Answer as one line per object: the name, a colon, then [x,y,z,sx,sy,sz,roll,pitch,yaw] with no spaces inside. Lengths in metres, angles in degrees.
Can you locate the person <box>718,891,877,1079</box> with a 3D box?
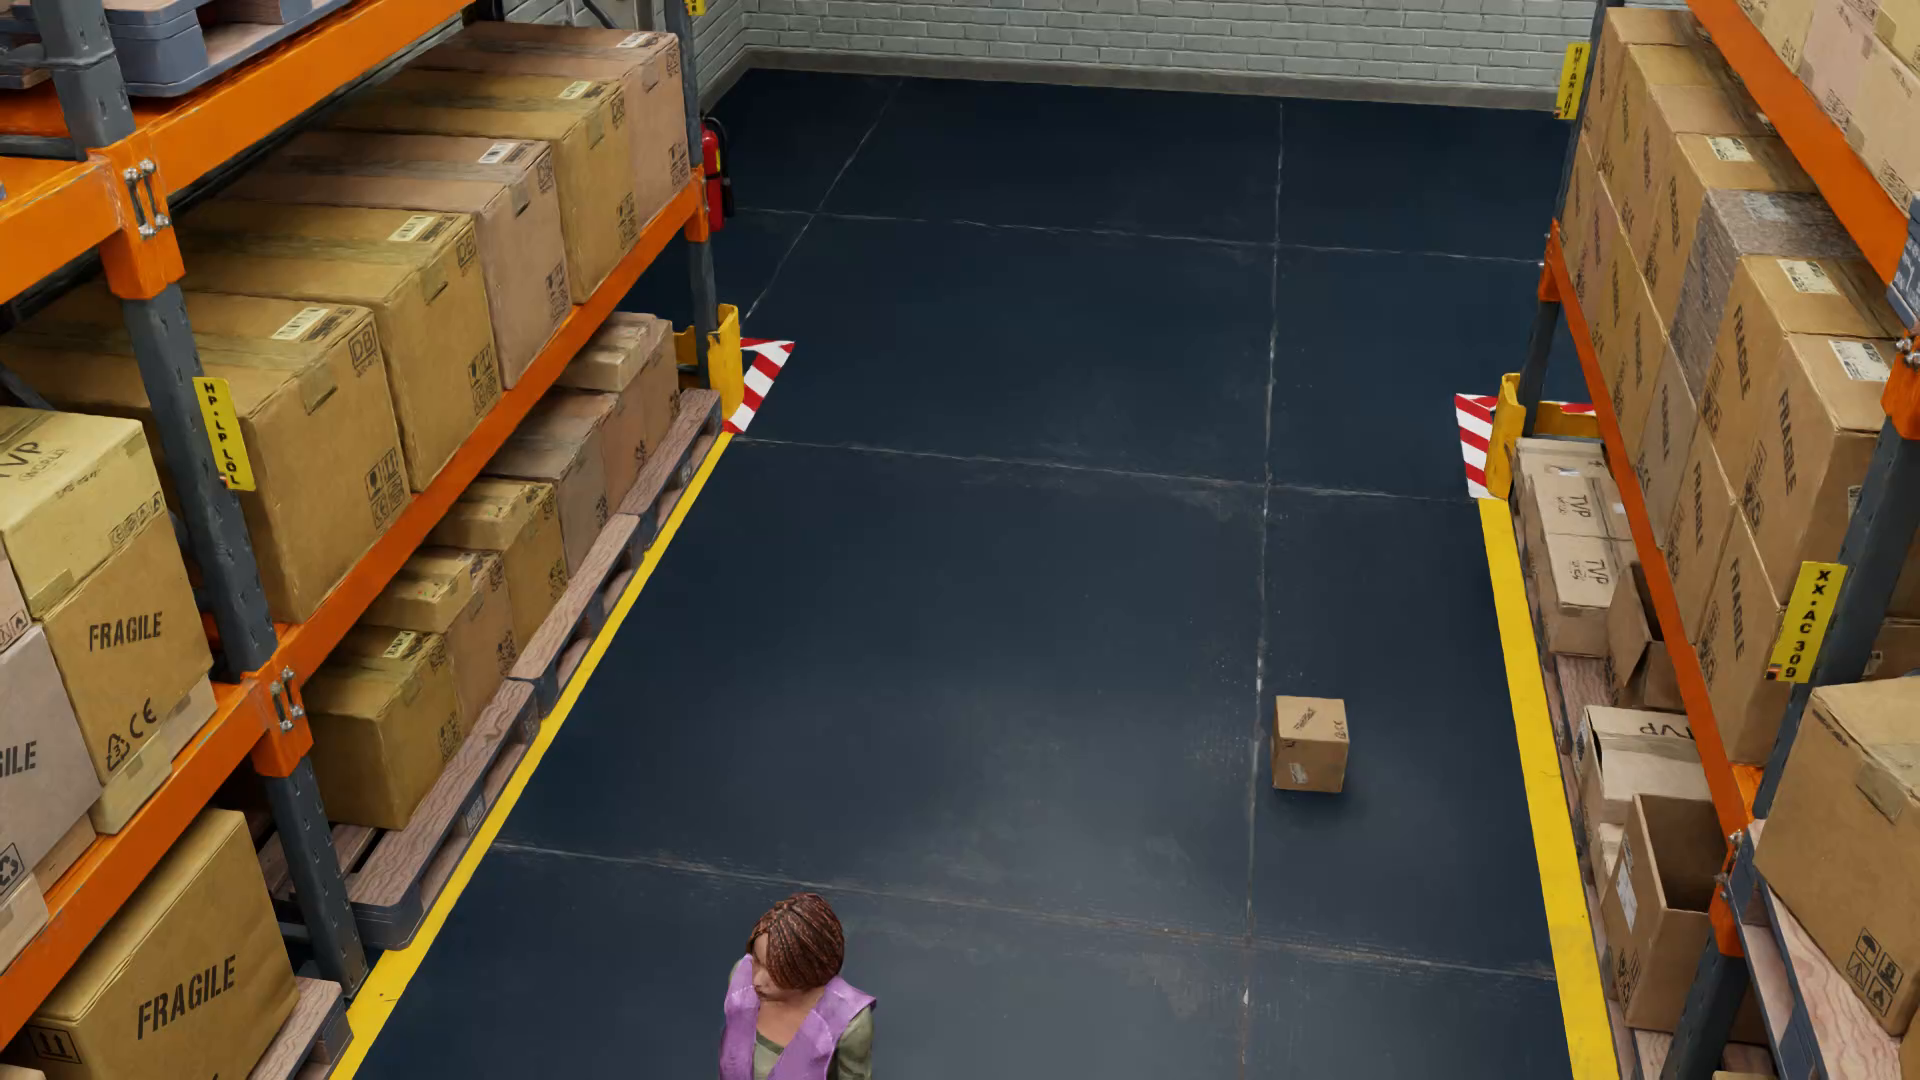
person: [-0.365,1.420,3.906,0.414,1.588,0.473,15,36,22]
